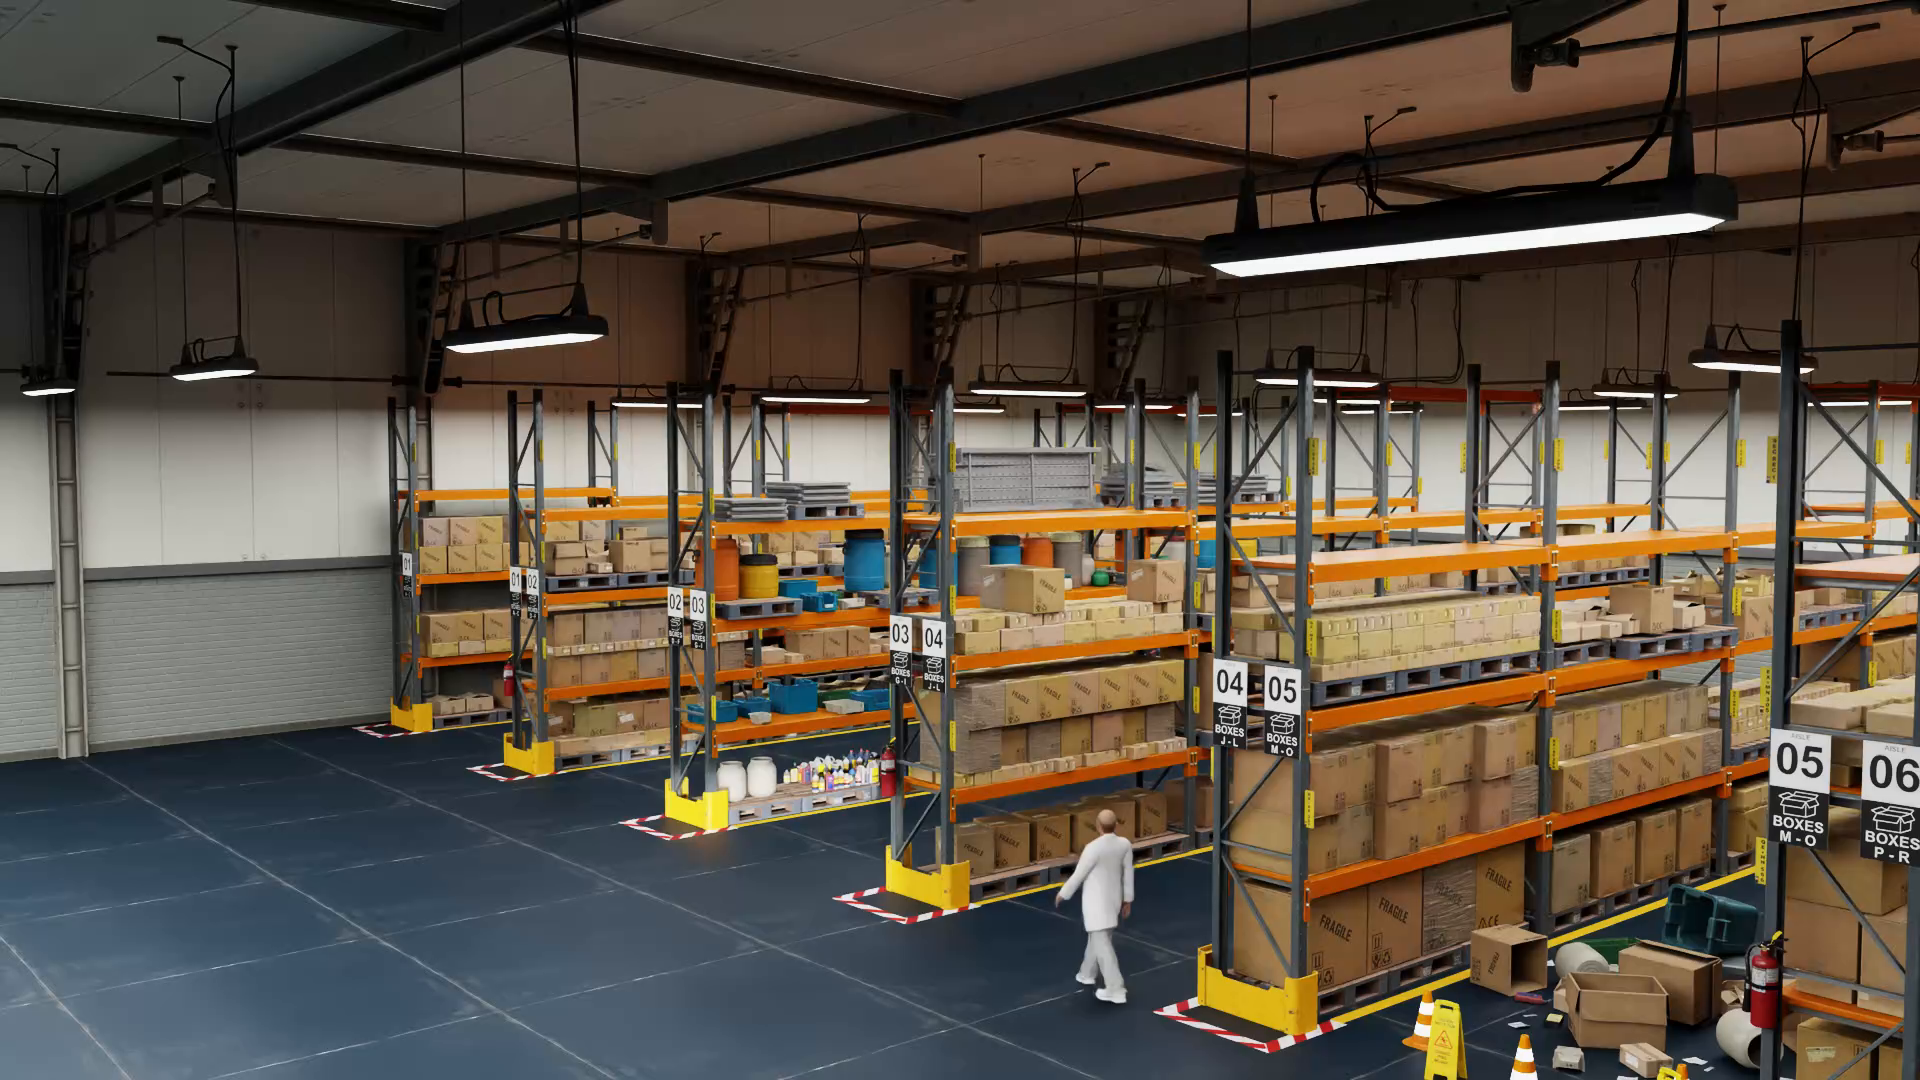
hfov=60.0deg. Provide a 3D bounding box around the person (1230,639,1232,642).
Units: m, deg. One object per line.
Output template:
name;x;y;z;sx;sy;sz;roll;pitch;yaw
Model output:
person;5.709;2.294;34.561;1.026;1.650;0.610;-3;5;-42

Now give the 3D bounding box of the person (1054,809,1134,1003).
person;1.266;3.378;15.517;0.666;1.769;0.930;-3;4;-39

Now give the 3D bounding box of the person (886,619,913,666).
person;-1.229;2.406;33.394;0.538;1.637;0.382;-1;3;-11
